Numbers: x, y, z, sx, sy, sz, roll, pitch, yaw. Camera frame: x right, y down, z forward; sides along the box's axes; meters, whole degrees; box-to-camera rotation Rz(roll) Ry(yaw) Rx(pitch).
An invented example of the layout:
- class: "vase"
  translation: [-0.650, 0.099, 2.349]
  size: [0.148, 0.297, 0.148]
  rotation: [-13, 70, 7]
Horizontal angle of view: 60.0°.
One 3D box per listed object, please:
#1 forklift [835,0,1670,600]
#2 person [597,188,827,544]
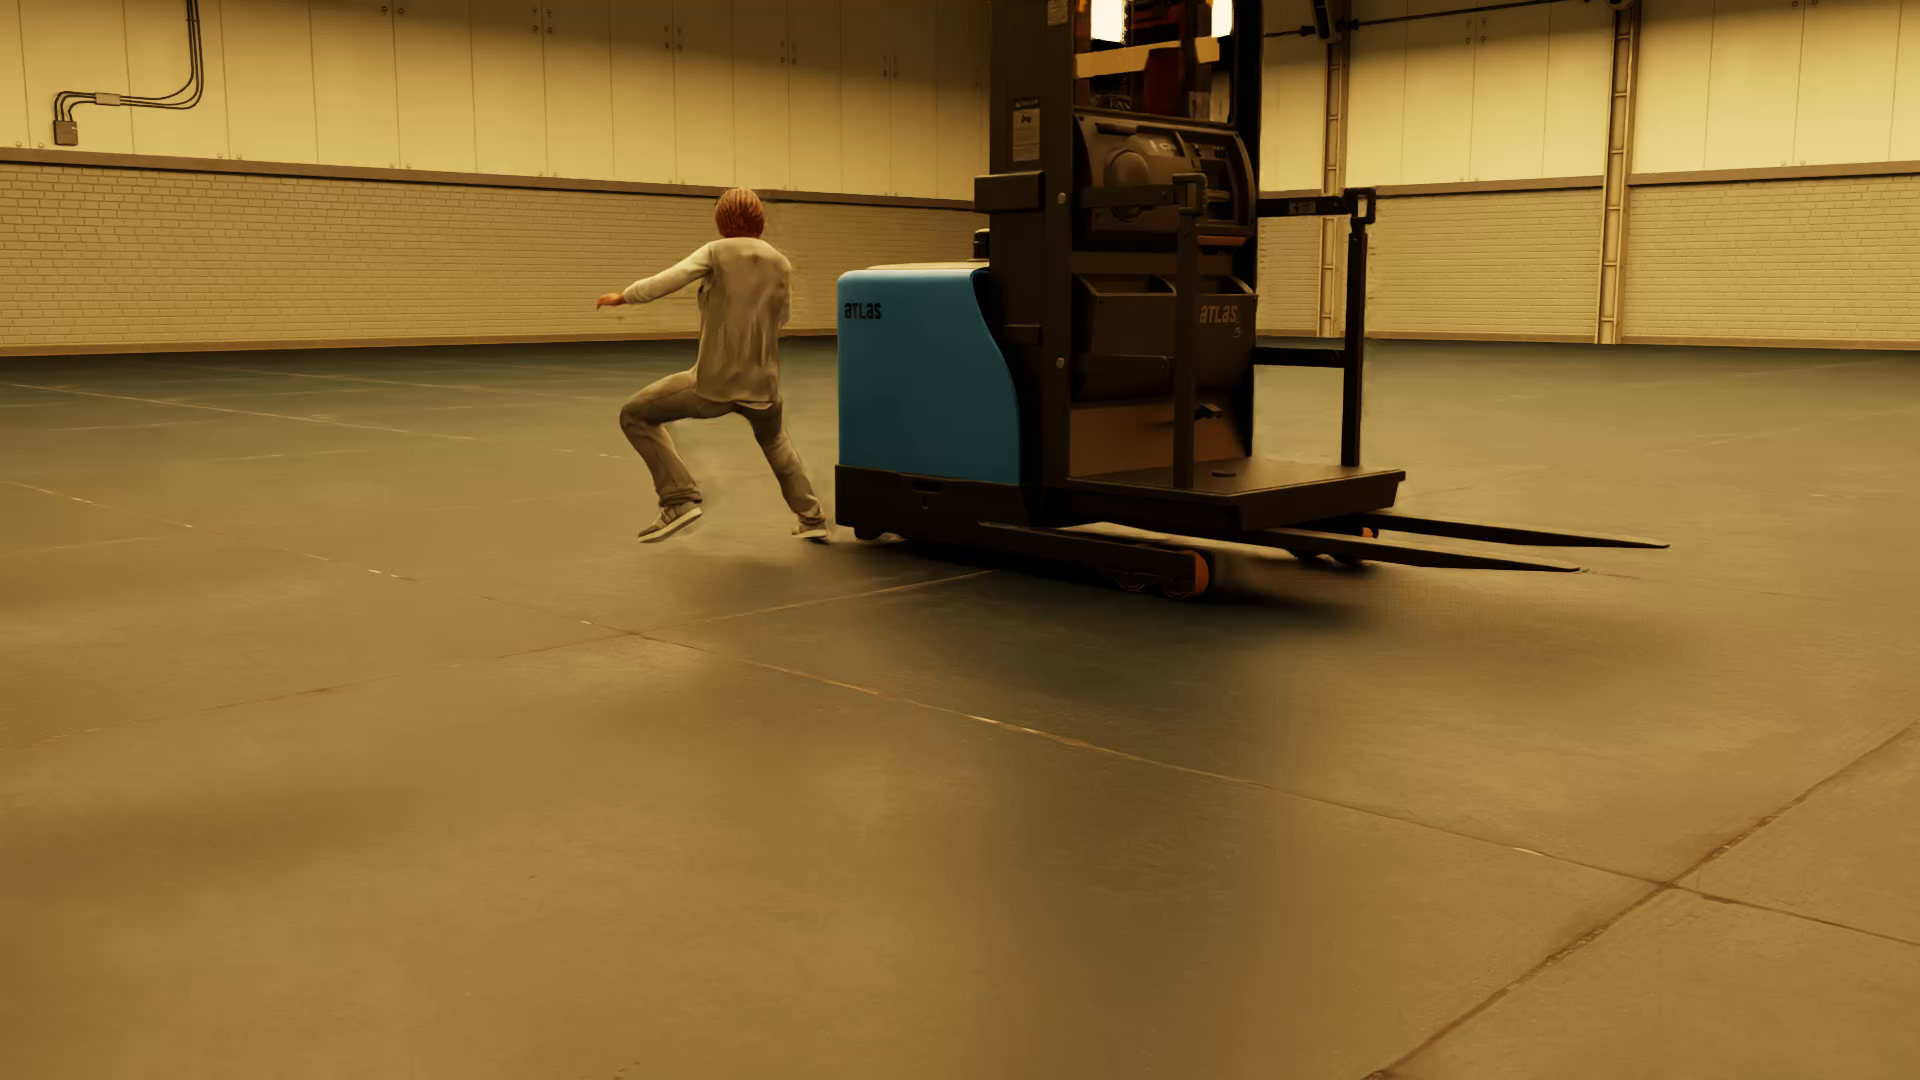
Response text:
- class: "forklift"
  translation: [0.891, -1.340, 5.774]
  size: [1.130, 2.935, 3.031]
  rotation: [-8, 12, -44]
- class: "person"
  translation: [-0.930, -0.641, 6.459]
  size: [0.857, 1.386, 0.683]
  rotation: [-5, 10, -29]
